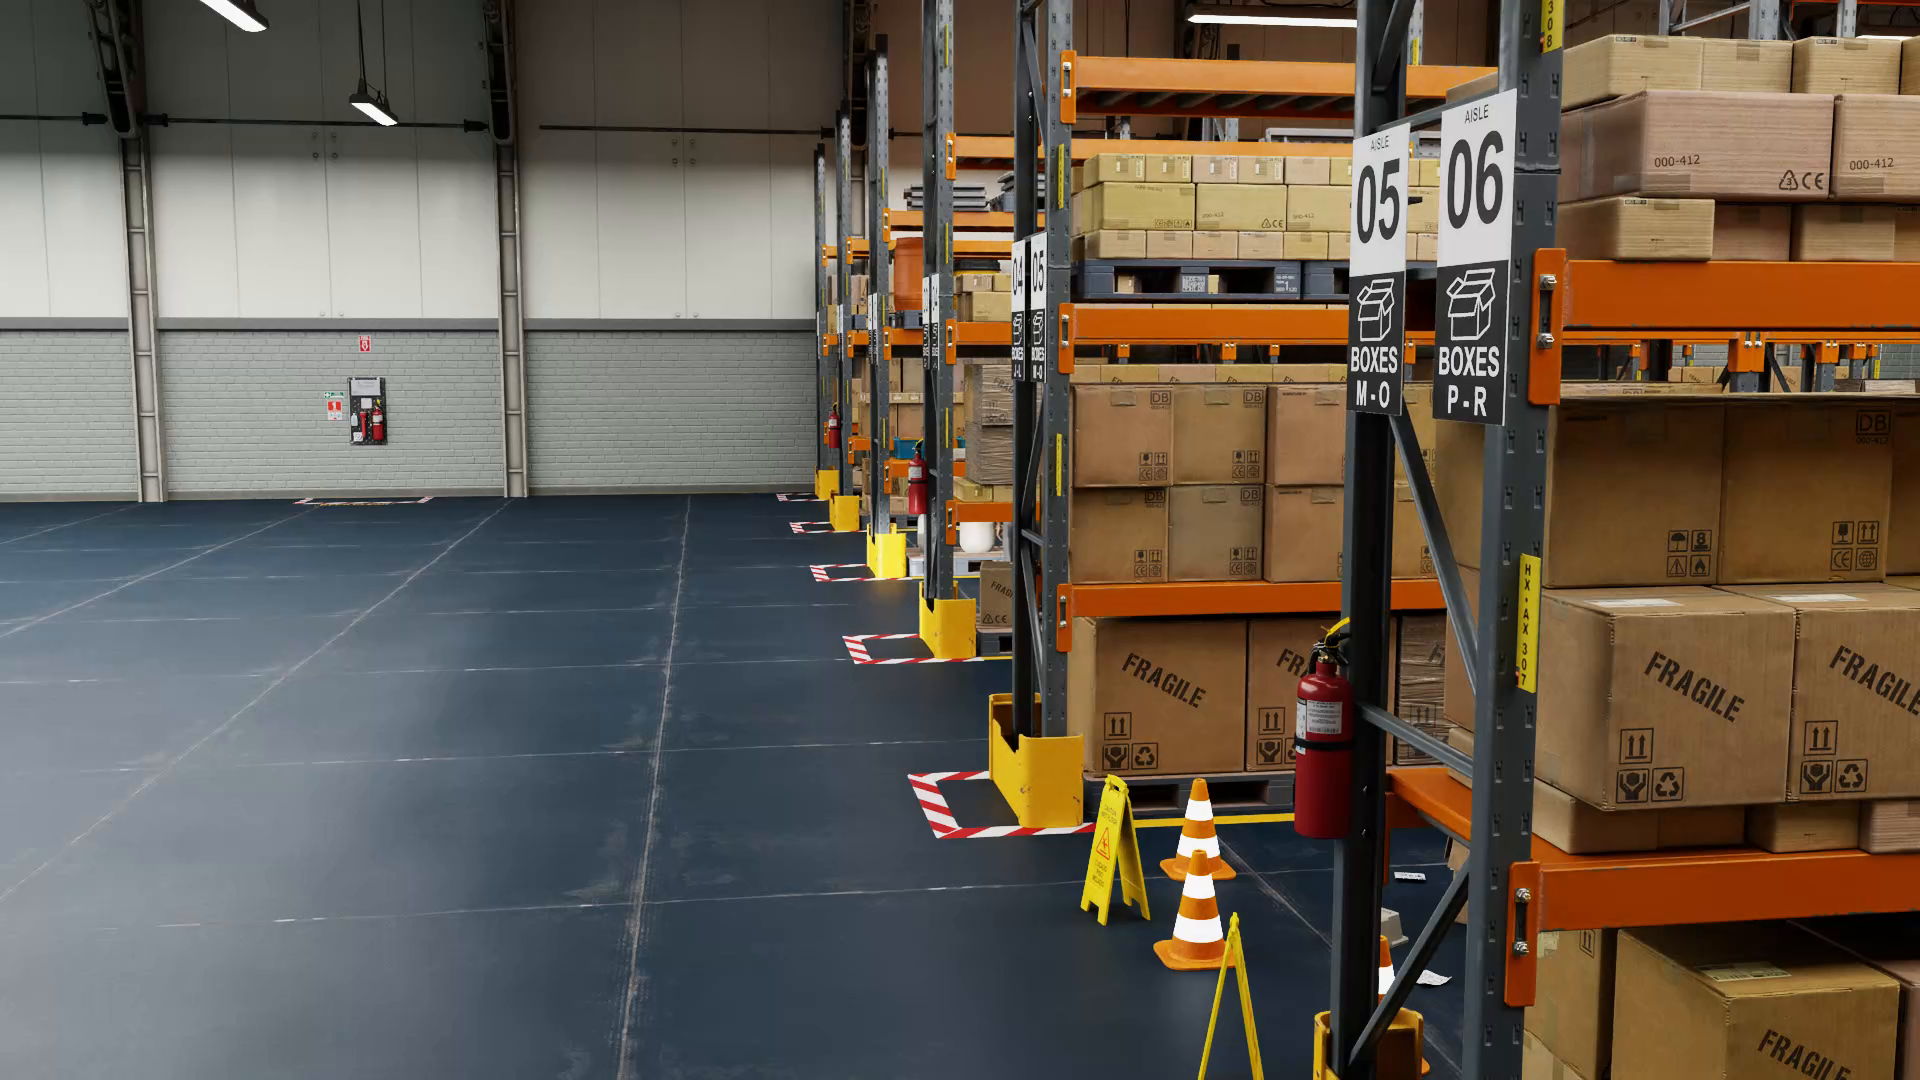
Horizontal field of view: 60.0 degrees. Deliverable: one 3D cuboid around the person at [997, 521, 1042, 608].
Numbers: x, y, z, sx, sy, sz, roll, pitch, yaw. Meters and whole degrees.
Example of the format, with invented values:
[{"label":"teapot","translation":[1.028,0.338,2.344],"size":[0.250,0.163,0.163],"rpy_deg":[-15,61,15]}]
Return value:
[{"label":"person","translation":[0.617,-0.138,16.553],"size":[0.506,1.655,0.346],"rpy_deg":[-1,7,-8]}]
